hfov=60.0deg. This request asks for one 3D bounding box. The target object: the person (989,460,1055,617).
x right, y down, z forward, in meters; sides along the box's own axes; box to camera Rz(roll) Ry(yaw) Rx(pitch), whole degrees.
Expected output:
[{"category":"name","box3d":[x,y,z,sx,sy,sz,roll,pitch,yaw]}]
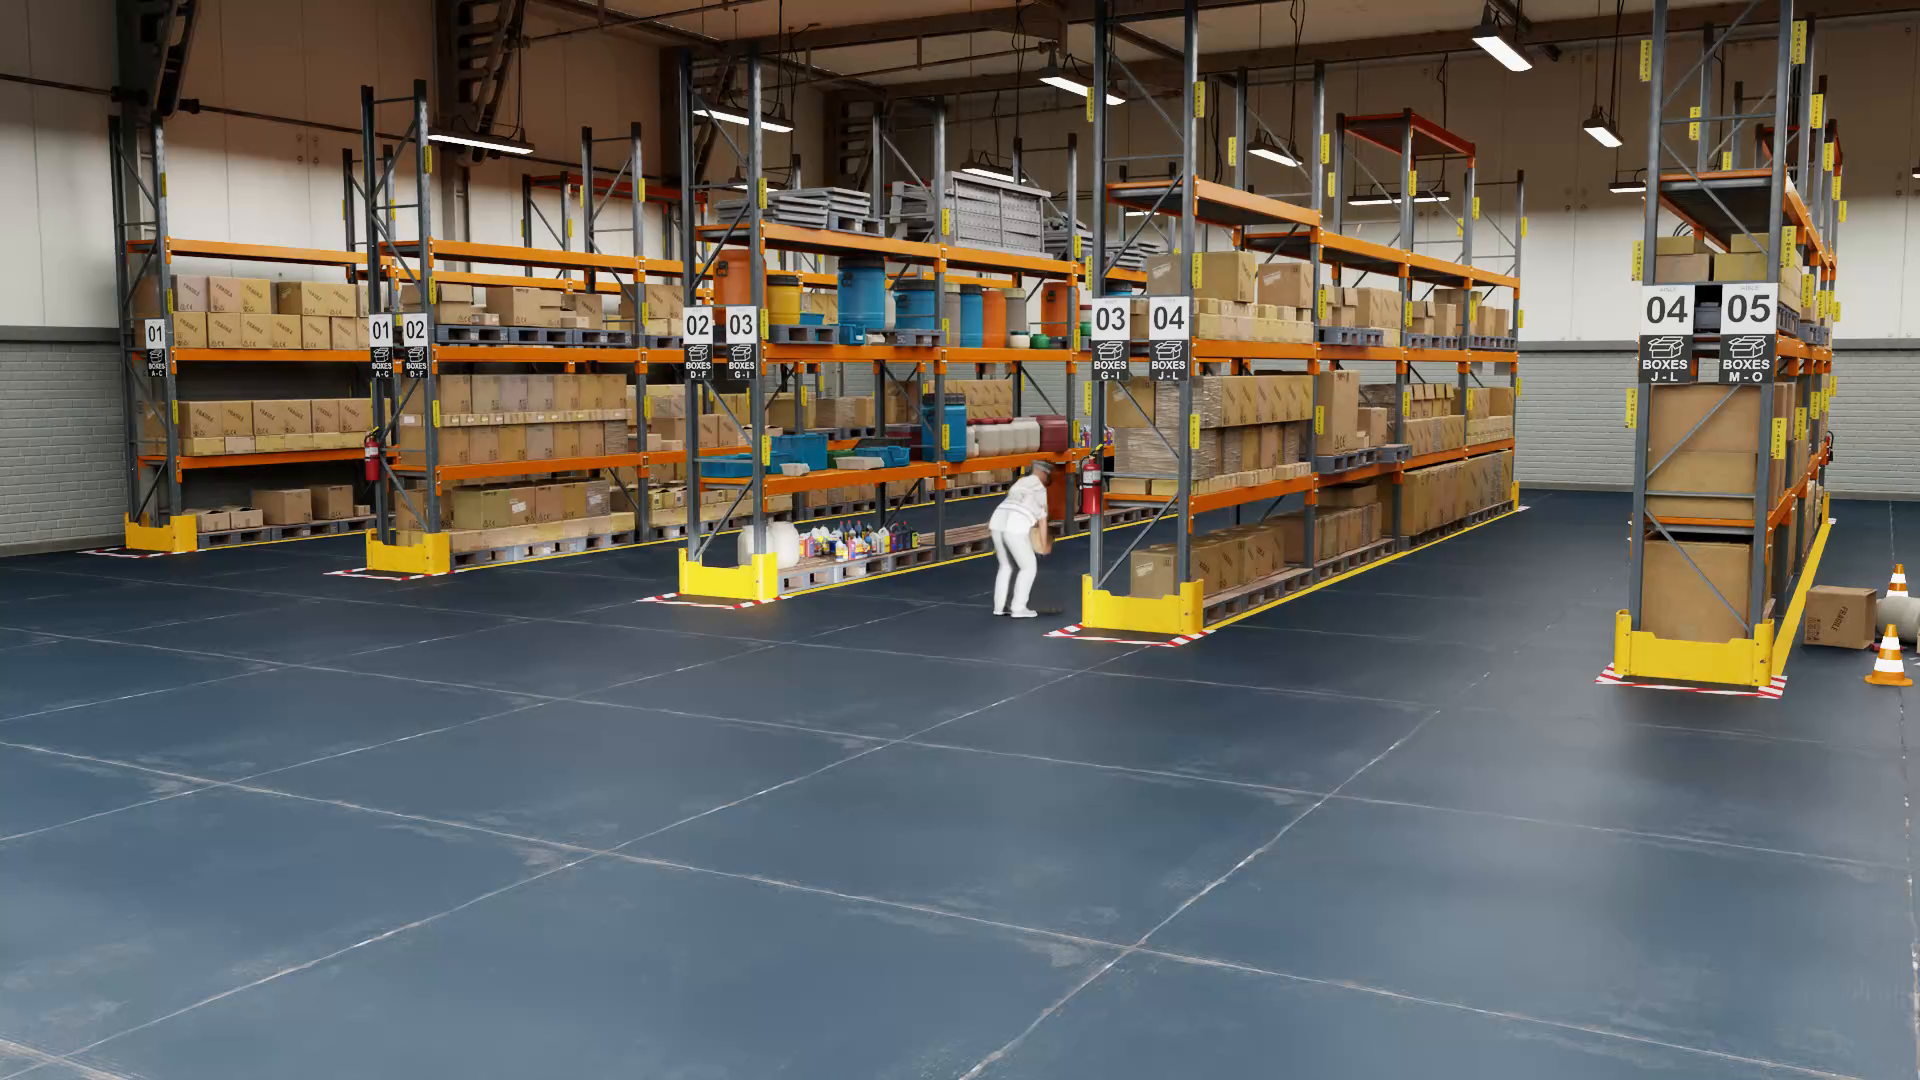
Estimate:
[{"category":"person","box3d":[0.661,-0.019,17.113,0.795,1.590,0.473,-6,8,-43]}]
